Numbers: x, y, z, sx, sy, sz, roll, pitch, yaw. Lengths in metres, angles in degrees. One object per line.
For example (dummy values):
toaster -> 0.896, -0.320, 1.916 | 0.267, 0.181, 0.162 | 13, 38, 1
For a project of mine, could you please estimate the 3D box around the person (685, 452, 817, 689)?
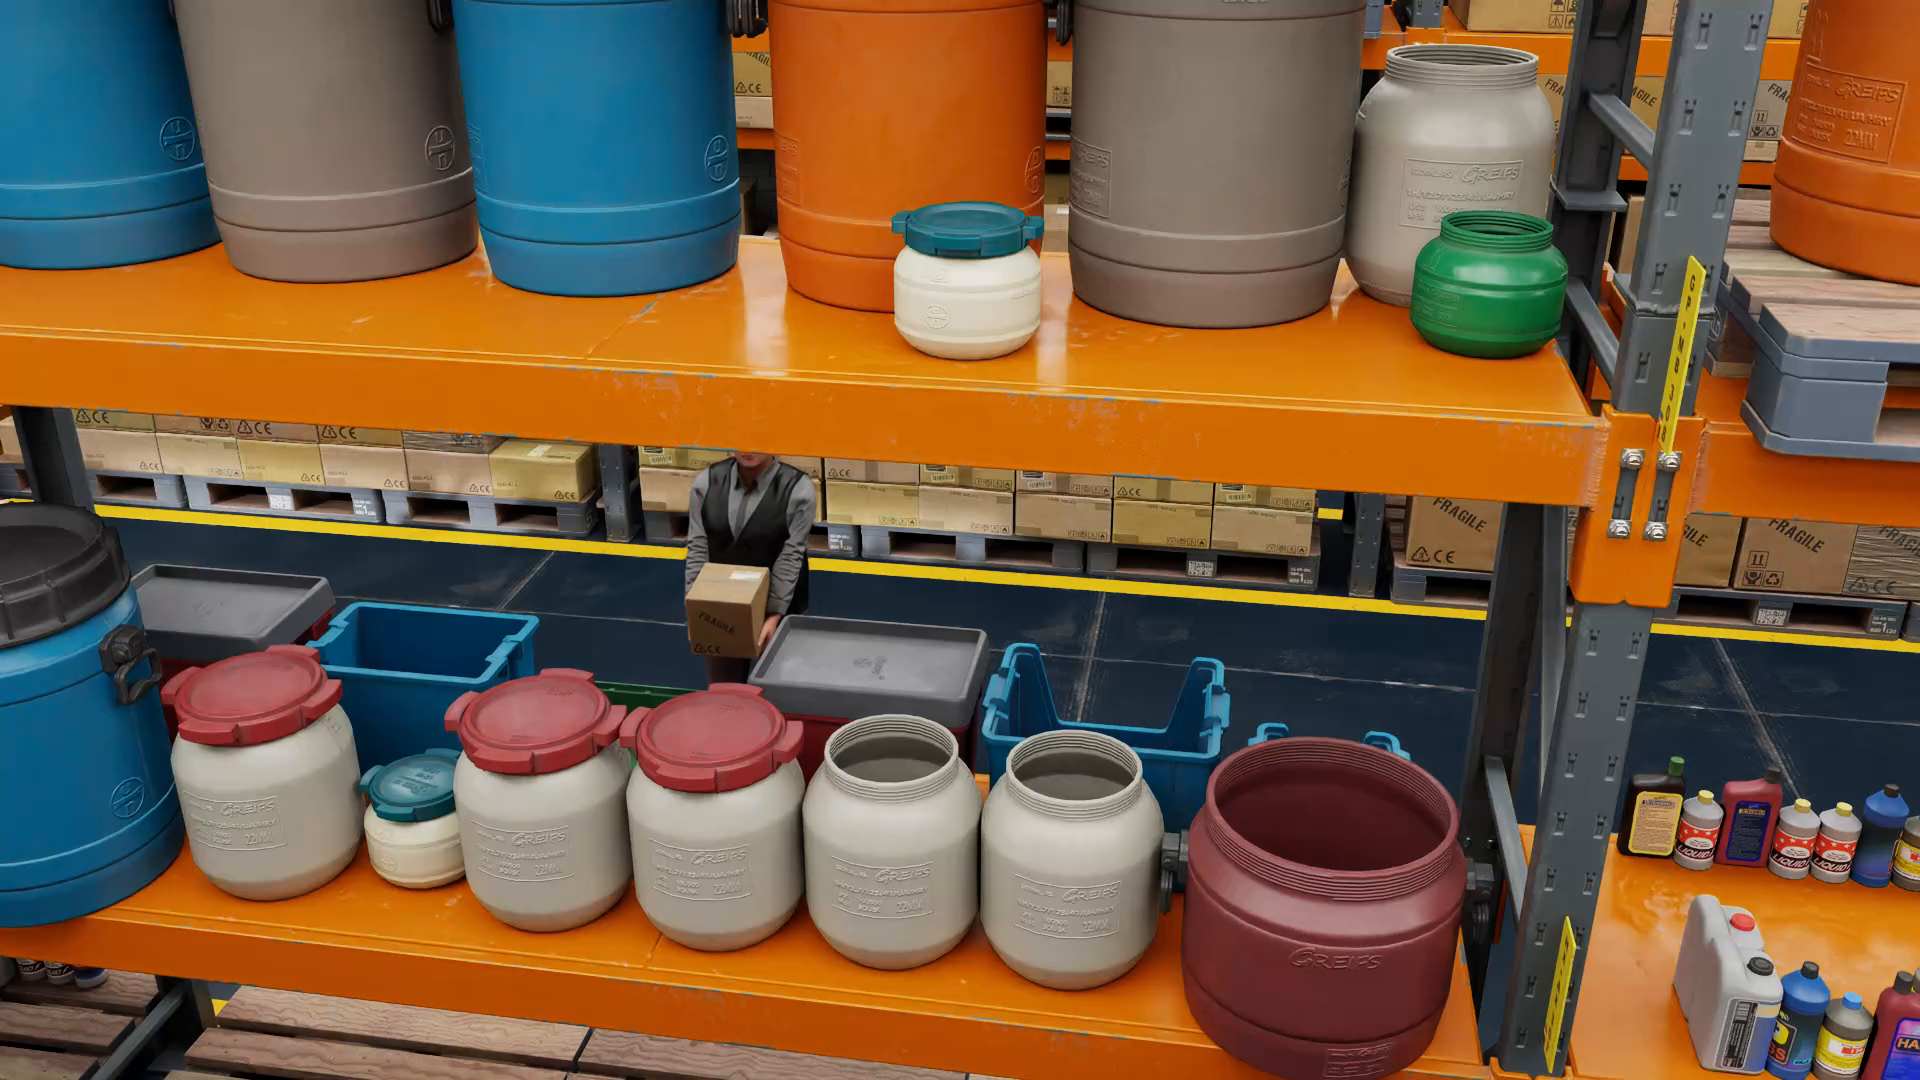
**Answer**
person -> -0.805, 0.332, 6.423 | 0.495, 1.717, 0.554 | 4, 25, 9
